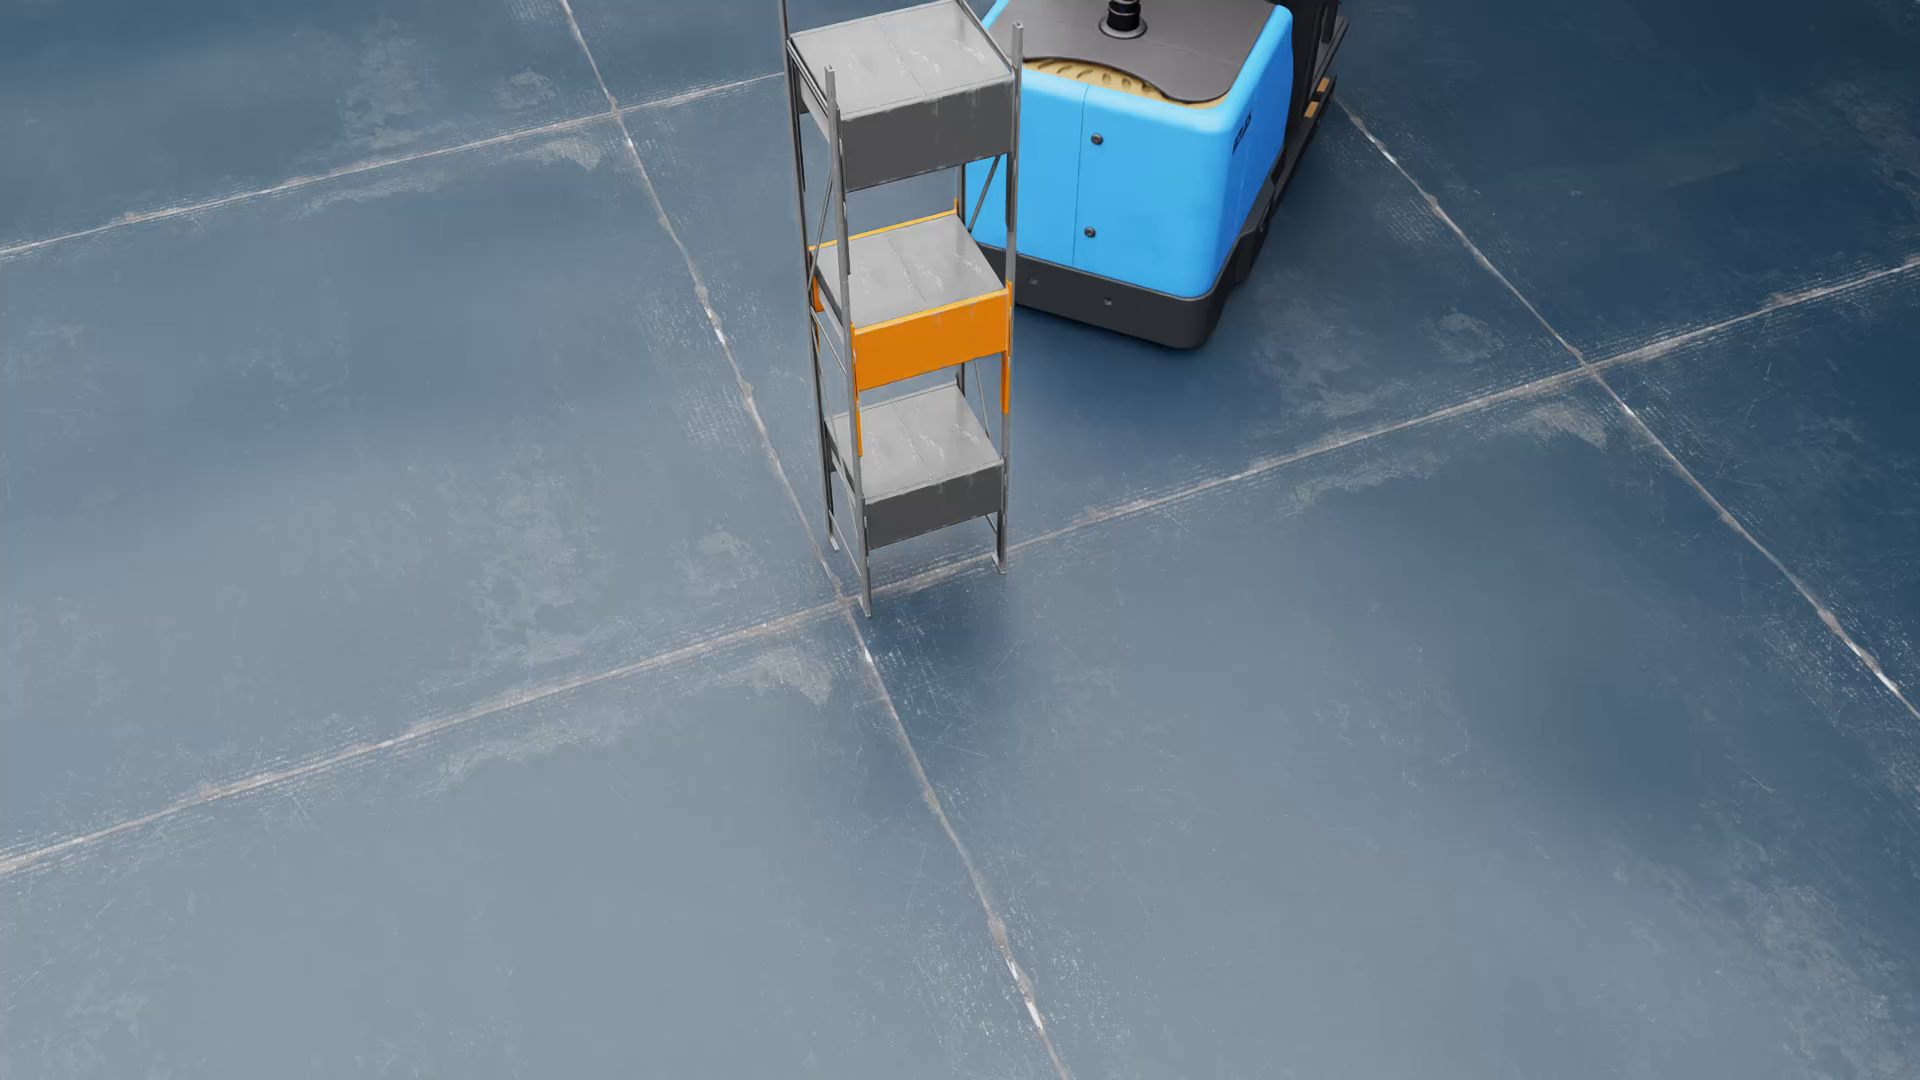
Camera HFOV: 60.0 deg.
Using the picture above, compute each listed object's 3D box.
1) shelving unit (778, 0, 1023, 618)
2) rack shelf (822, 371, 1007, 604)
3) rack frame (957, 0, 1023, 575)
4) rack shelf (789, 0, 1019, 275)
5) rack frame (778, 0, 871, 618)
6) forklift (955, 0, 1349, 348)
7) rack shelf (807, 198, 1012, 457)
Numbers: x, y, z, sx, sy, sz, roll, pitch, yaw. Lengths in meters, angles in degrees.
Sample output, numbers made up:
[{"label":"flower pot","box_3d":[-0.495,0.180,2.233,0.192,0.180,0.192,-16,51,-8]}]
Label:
[{"label":"shelving unit","box_3d":[-0.153,-0.637,4.913,0.503,2.100,0.431,-17,52,-14]},{"label":"rack shelf","box_3d":[-0.153,-0.172,5.454,0.480,0.518,0.431,-17,52,-14]},{"label":"rack frame","box_3d":[0.073,-0.707,4.973,0.015,2.100,0.400,-17,52,-14]},{"label":"rack shelf","box_3d":[-0.153,-1.084,4.392,0.480,0.518,0.431,-17,52,-14]},{"label":"rack frame","box_3d":[-0.379,-0.567,4.853,0.015,2.100,0.400,-17,52,-14]},{"label":"forklift","box_3d":[1.010,-2.818,6.238,1.130,2.935,3.031,18,52,15]},{"label":"rack shelf","box_3d":[-0.153,-0.628,4.923,0.480,0.518,0.431,-17,52,-14]}]
